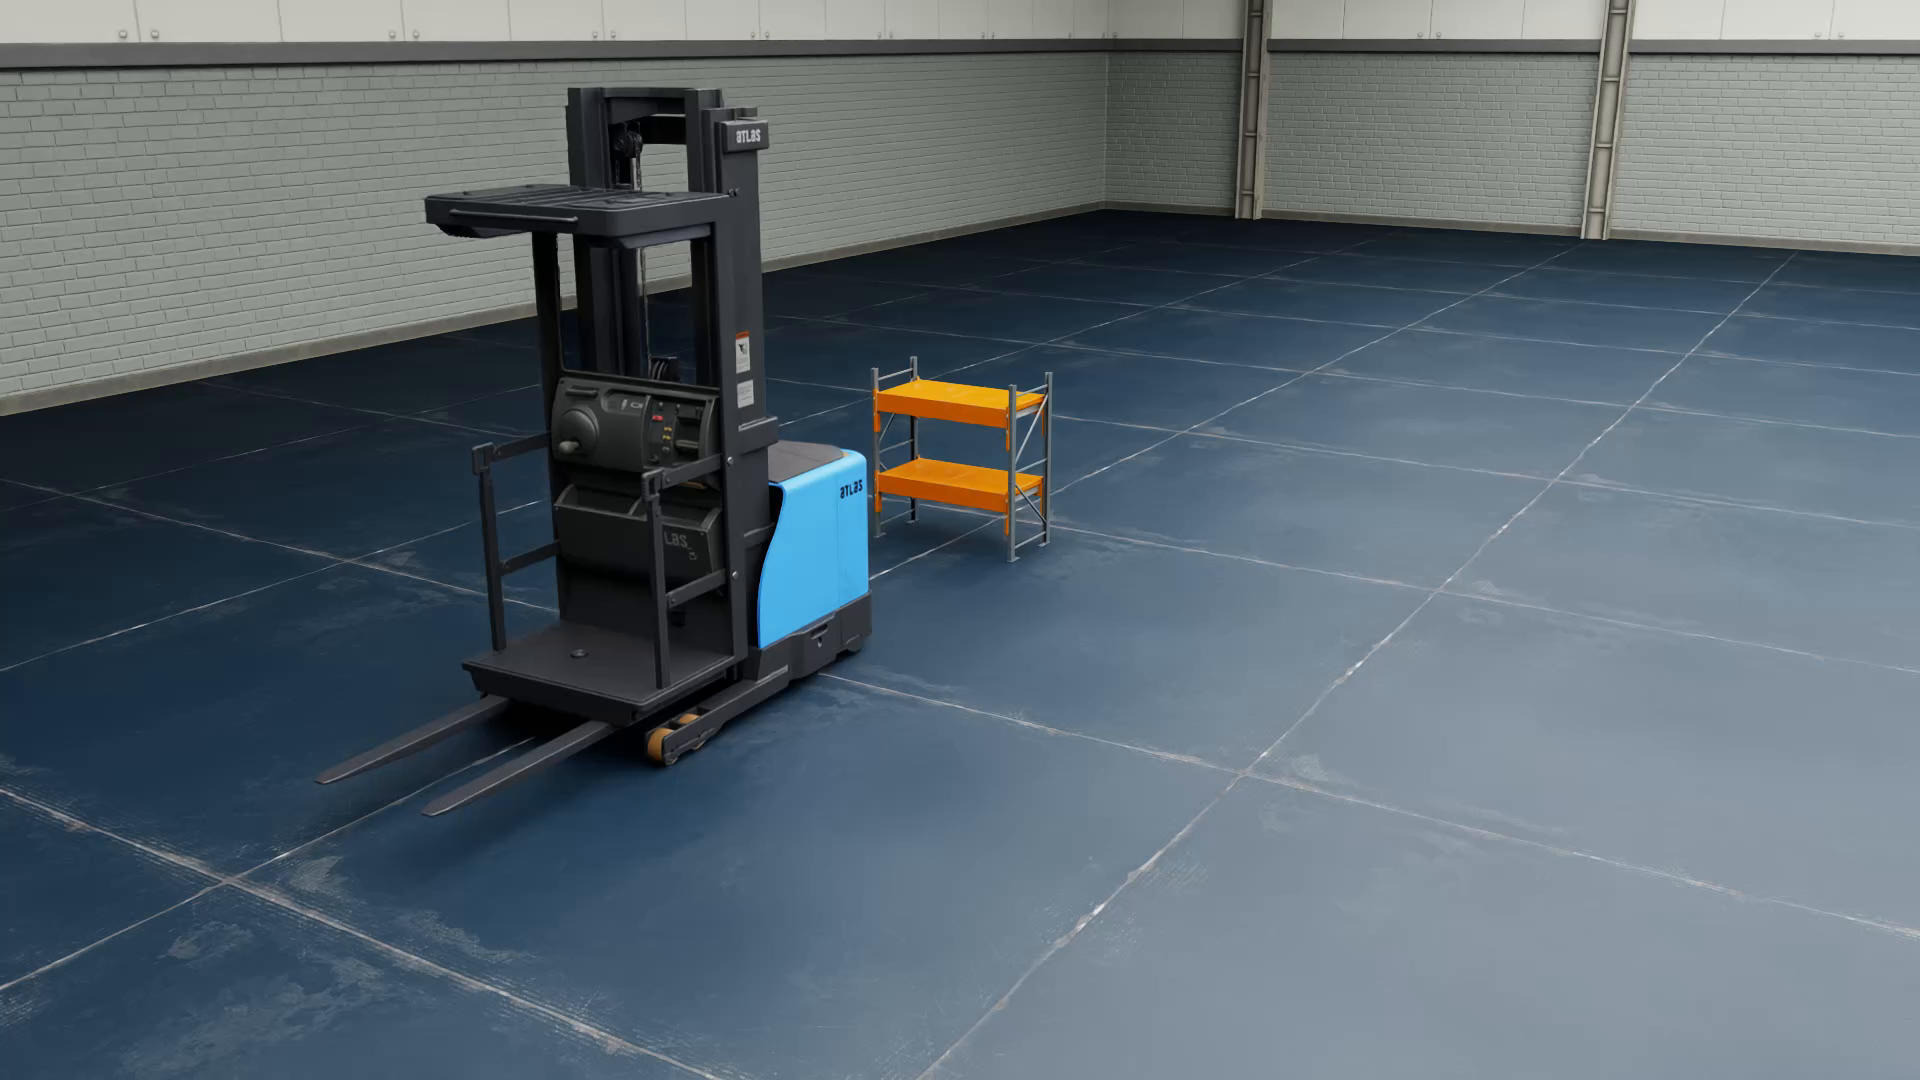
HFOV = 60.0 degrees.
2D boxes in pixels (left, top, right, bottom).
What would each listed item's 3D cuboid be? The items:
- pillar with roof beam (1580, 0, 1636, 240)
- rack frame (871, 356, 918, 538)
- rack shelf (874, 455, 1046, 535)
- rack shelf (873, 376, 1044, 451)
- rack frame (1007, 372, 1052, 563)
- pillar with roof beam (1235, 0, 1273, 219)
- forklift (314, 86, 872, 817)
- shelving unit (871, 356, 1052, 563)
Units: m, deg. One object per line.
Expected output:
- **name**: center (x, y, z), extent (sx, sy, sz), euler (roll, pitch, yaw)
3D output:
- **pillar with roof beam**: center (8.066, -8.143, 22.207), extent (0.400, 9.000, 9.100), euler (10, 20, 30)
- **rack frame**: center (-0.427, -0.615, 10.969), extent (0.032, 1.125, 0.500), euler (10, 20, 30)
- **rack shelf**: center (0.006, -0.303, 10.785), extent (1.000, 0.278, 0.538), euler (10, 20, 30)
- **rack shelf**: center (0.006, -0.817, 10.629), extent (1.000, 0.278, 0.538), euler (10, 20, 30)
- **rack frame**: center (0.439, -0.460, 10.460), extent (0.032, 1.125, 0.500), euler (10, 20, 30)
- **pillar with roof beam**: center (2.954, -9.056, 25.212), extent (0.400, 9.000, 9.100), euler (10, 20, 30)
- **forklift**: center (-1.633, -0.534, 7.596), extent (1.130, 2.935, 3.031), euler (9, 19, 28)
- **shelving unit**: center (0.006, -0.537, 10.714), extent (1.048, 1.125, 0.538), euler (10, 20, 30)
